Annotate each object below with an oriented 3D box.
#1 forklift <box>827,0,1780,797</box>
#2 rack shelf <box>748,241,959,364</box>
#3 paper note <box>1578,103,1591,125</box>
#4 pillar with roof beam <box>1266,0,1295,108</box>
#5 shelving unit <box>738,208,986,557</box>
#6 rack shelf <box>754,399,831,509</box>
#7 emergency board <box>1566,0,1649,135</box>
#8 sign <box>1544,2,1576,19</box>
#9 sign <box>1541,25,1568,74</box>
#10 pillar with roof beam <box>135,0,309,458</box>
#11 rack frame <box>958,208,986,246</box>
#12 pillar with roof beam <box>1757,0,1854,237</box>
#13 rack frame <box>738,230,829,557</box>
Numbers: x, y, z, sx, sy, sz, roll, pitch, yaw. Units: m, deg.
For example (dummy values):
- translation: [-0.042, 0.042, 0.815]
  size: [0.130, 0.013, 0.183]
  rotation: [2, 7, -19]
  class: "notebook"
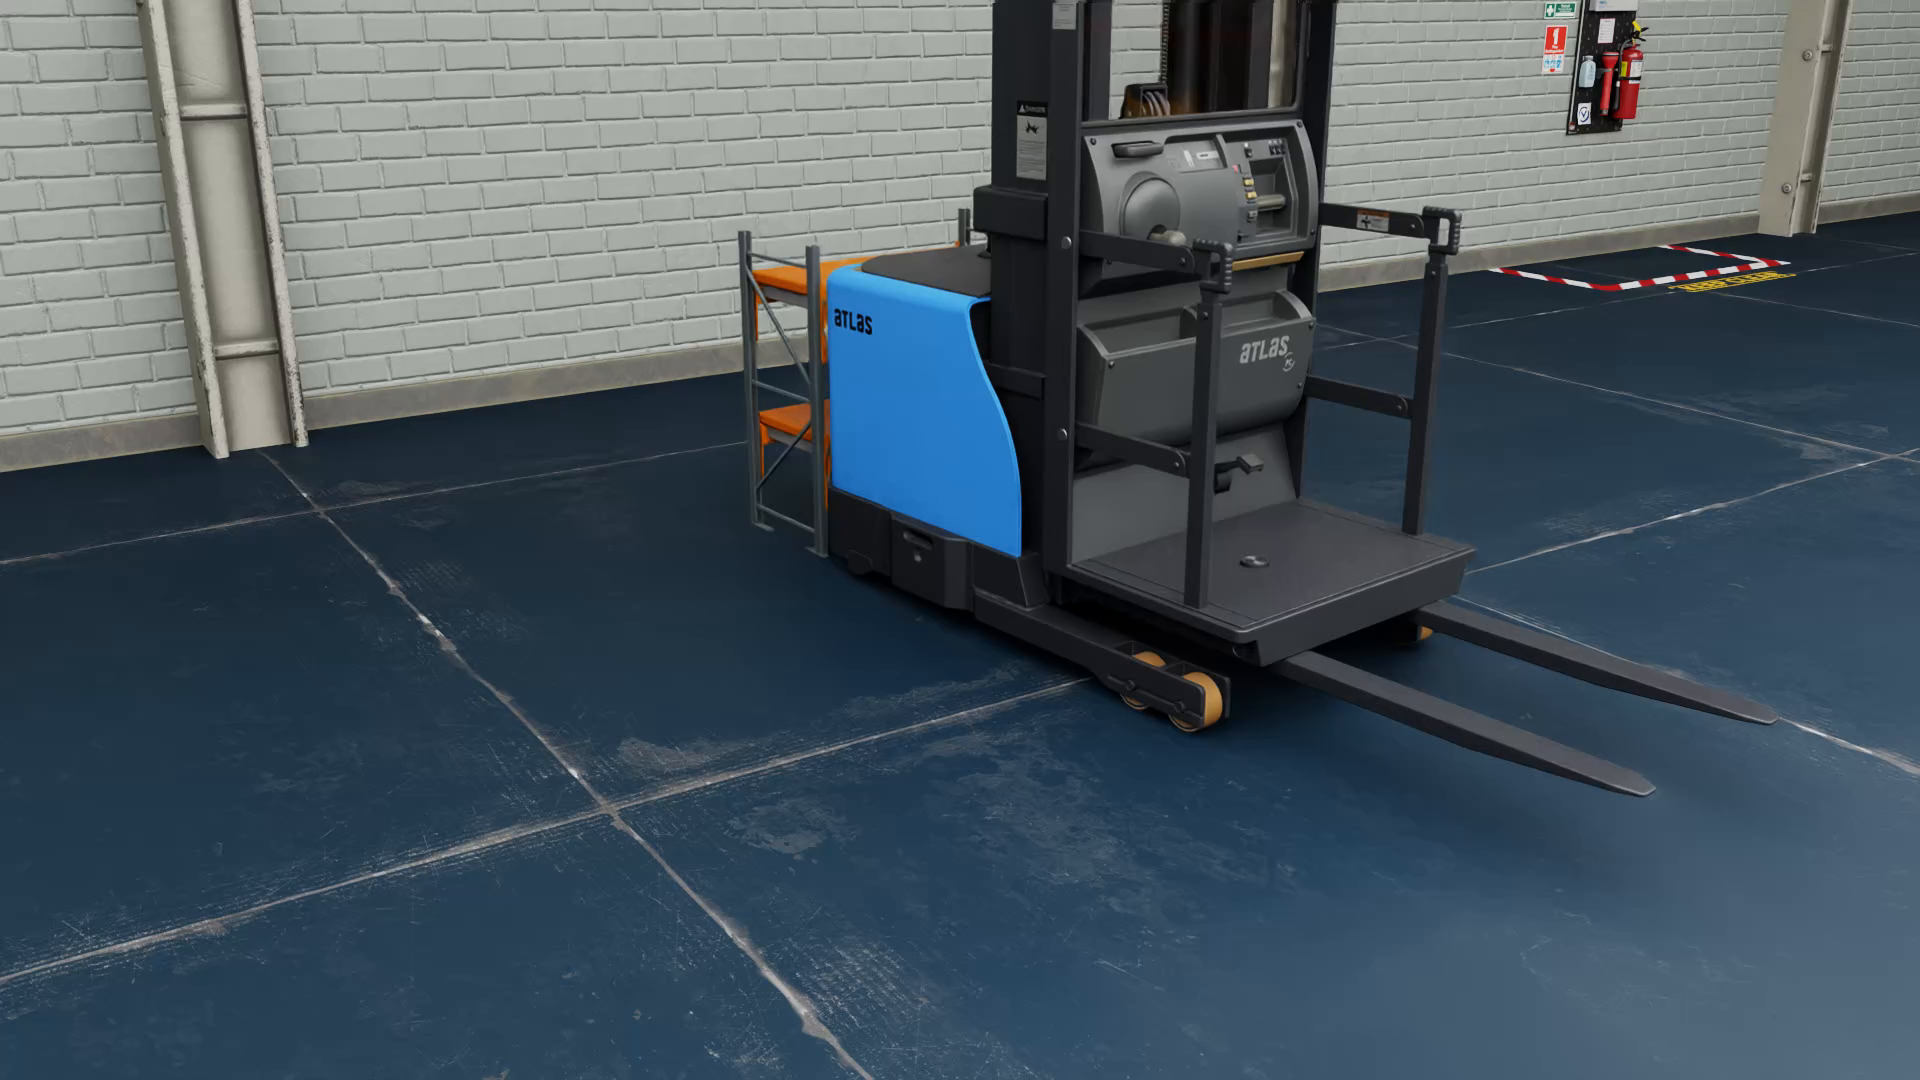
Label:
- translation: [0.859, -1.032, 4.721]
  size: [1.130, 2.935, 3.031]
  rotation: [-15, 24, -37]
  class: "forklift"
- translation: [-0.244, -0.913, 6.273]
  size: [1.000, 0.278, 0.538]
  rotation: [-14, 23, -35]
  class: "rack shelf"
- translation: [4.563, -3.113, 12.145]
  size: [0.142, 0.148, 0.016]
  rotation: [-12, 22, -31]
  class: "paper note"
- translation: [4.190, -4.602, 5.806]
  size: [0.400, 9.000, 9.100]
  rotation: [-12, 22, -31]
  class: "pillar with roof beam"
- translation: [-0.244, -0.636, 6.367]
  size: [1.048, 1.125, 0.538]
  rotation: [-14, 23, -35]
  class: "shelving unit"
- translation: [-0.243, -0.404, 6.445]
  size: [1.000, 0.278, 0.538]
  rotation: [-14, 23, -35]
  class: "rack shelf"
- translation: [4.749, -3.543, 12.042]
  size: [0.643, 1.169, 0.194]
  rotation: [-12, 22, -31]
  class: "emergency board"
- translation: [4.239, -3.740, 11.740]
  size: [0.331, 0.109, 0.001]
  rotation: [-12, 22, -31]
  class: "sign"
- translation: [4.230, -3.490, 11.829]
  size: [0.234, 0.329, 0.001]
  rotation: [-12, 22, -31]
  class: "sign"
- translation: [-0.821, -3.545, 2.680]
  size: [0.400, 9.000, 9.100]
  rotation: [-12, 22, -31]
  class: "pillar with roof beam"
- translation: [0.158, -0.735, 6.661]
  size: [0.032, 1.125, 0.500]
  rotation: [-14, 23, -35]
  class: "rack frame"
- translation: [9.201, -5.659, 8.932]
  size: [0.400, 9.000, 9.100]
  rotation: [-12, 22, -31]
  class: "pillar with roof beam"
- translation: [-0.646, -0.536, 6.072]
  size: [0.032, 1.125, 0.500]
  rotation: [-14, 23, -35]
  class: "rack frame"
